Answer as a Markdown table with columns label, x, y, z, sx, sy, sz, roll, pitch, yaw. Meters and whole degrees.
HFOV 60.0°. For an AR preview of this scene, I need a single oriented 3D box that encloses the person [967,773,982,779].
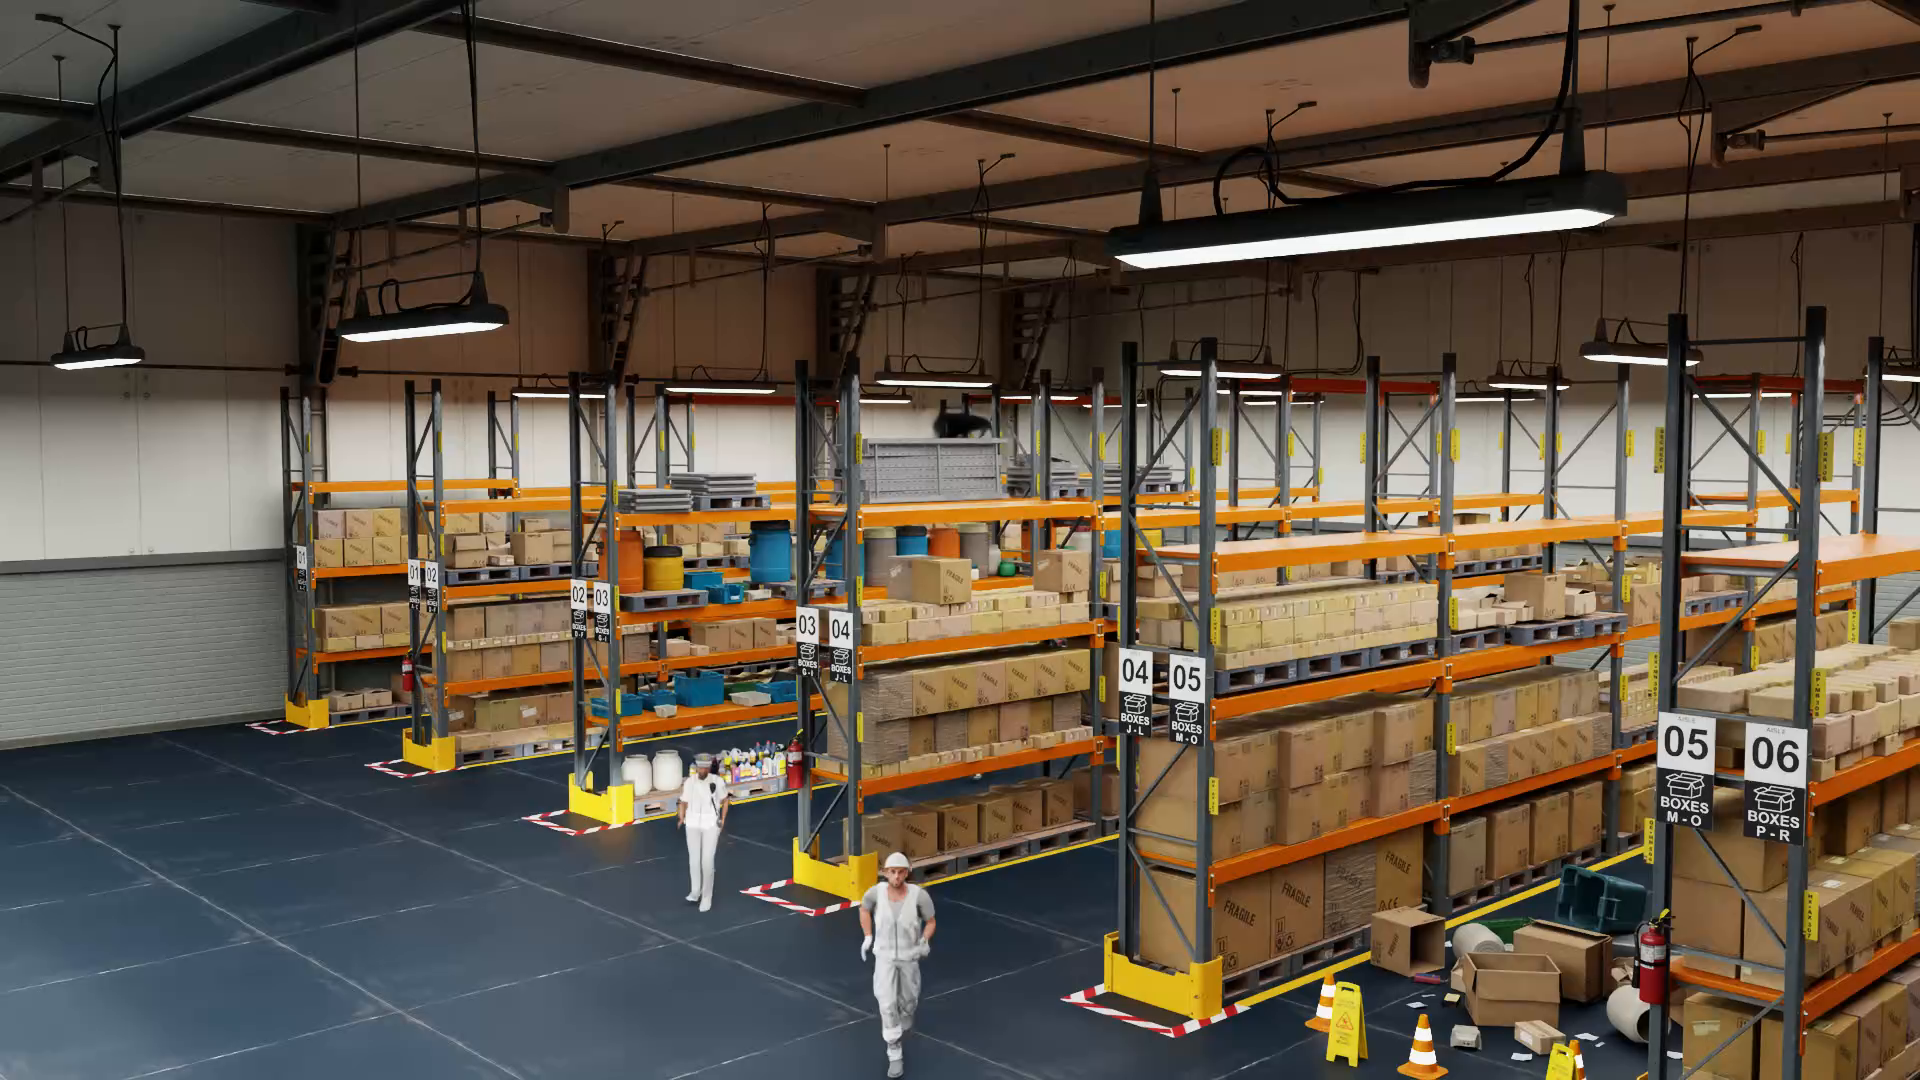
| label | x | y | z | sx | sy | sz | roll | pitch | yaw |
| --- | --- | --- | --- | --- | --- | --- | --- | --- | --- |
| person | 0.154 | 2.806 | 24.601 | 0.510 | 1.537 | 0.689 | 2 | 4 | 24 |

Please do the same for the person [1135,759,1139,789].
| label | x | y | z | sx | sy | sz | roll | pitch | yaw |
| --- | --- | --- | --- | --- | --- | --- | --- | --- | --- |
| person | 2.286 | 3.167 | 18.742 | 0.738 | 1.577 | 0.891 | 4 | 5 | 44 |

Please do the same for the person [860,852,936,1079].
| label | x | y | z | sx | sy | sz | roll | pitch | yaw |
| --- | --- | --- | --- | --- | --- | --- | --- | --- | --- |
| person | -0.514 | 3.411 | 13.691 | 0.633 | 1.764 | 0.910 | 0 | 4 | 0 |

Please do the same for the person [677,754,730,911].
| label | x | y | z | sx | sy | sz | roll | pitch | yaw |
| --- | --- | --- | --- | --- | --- | --- | --- | --- | --- |
| person | -2.801 | 3.183 | 18.046 | 0.524 | 1.758 | 0.677 | 0 | 4 | 6 |
